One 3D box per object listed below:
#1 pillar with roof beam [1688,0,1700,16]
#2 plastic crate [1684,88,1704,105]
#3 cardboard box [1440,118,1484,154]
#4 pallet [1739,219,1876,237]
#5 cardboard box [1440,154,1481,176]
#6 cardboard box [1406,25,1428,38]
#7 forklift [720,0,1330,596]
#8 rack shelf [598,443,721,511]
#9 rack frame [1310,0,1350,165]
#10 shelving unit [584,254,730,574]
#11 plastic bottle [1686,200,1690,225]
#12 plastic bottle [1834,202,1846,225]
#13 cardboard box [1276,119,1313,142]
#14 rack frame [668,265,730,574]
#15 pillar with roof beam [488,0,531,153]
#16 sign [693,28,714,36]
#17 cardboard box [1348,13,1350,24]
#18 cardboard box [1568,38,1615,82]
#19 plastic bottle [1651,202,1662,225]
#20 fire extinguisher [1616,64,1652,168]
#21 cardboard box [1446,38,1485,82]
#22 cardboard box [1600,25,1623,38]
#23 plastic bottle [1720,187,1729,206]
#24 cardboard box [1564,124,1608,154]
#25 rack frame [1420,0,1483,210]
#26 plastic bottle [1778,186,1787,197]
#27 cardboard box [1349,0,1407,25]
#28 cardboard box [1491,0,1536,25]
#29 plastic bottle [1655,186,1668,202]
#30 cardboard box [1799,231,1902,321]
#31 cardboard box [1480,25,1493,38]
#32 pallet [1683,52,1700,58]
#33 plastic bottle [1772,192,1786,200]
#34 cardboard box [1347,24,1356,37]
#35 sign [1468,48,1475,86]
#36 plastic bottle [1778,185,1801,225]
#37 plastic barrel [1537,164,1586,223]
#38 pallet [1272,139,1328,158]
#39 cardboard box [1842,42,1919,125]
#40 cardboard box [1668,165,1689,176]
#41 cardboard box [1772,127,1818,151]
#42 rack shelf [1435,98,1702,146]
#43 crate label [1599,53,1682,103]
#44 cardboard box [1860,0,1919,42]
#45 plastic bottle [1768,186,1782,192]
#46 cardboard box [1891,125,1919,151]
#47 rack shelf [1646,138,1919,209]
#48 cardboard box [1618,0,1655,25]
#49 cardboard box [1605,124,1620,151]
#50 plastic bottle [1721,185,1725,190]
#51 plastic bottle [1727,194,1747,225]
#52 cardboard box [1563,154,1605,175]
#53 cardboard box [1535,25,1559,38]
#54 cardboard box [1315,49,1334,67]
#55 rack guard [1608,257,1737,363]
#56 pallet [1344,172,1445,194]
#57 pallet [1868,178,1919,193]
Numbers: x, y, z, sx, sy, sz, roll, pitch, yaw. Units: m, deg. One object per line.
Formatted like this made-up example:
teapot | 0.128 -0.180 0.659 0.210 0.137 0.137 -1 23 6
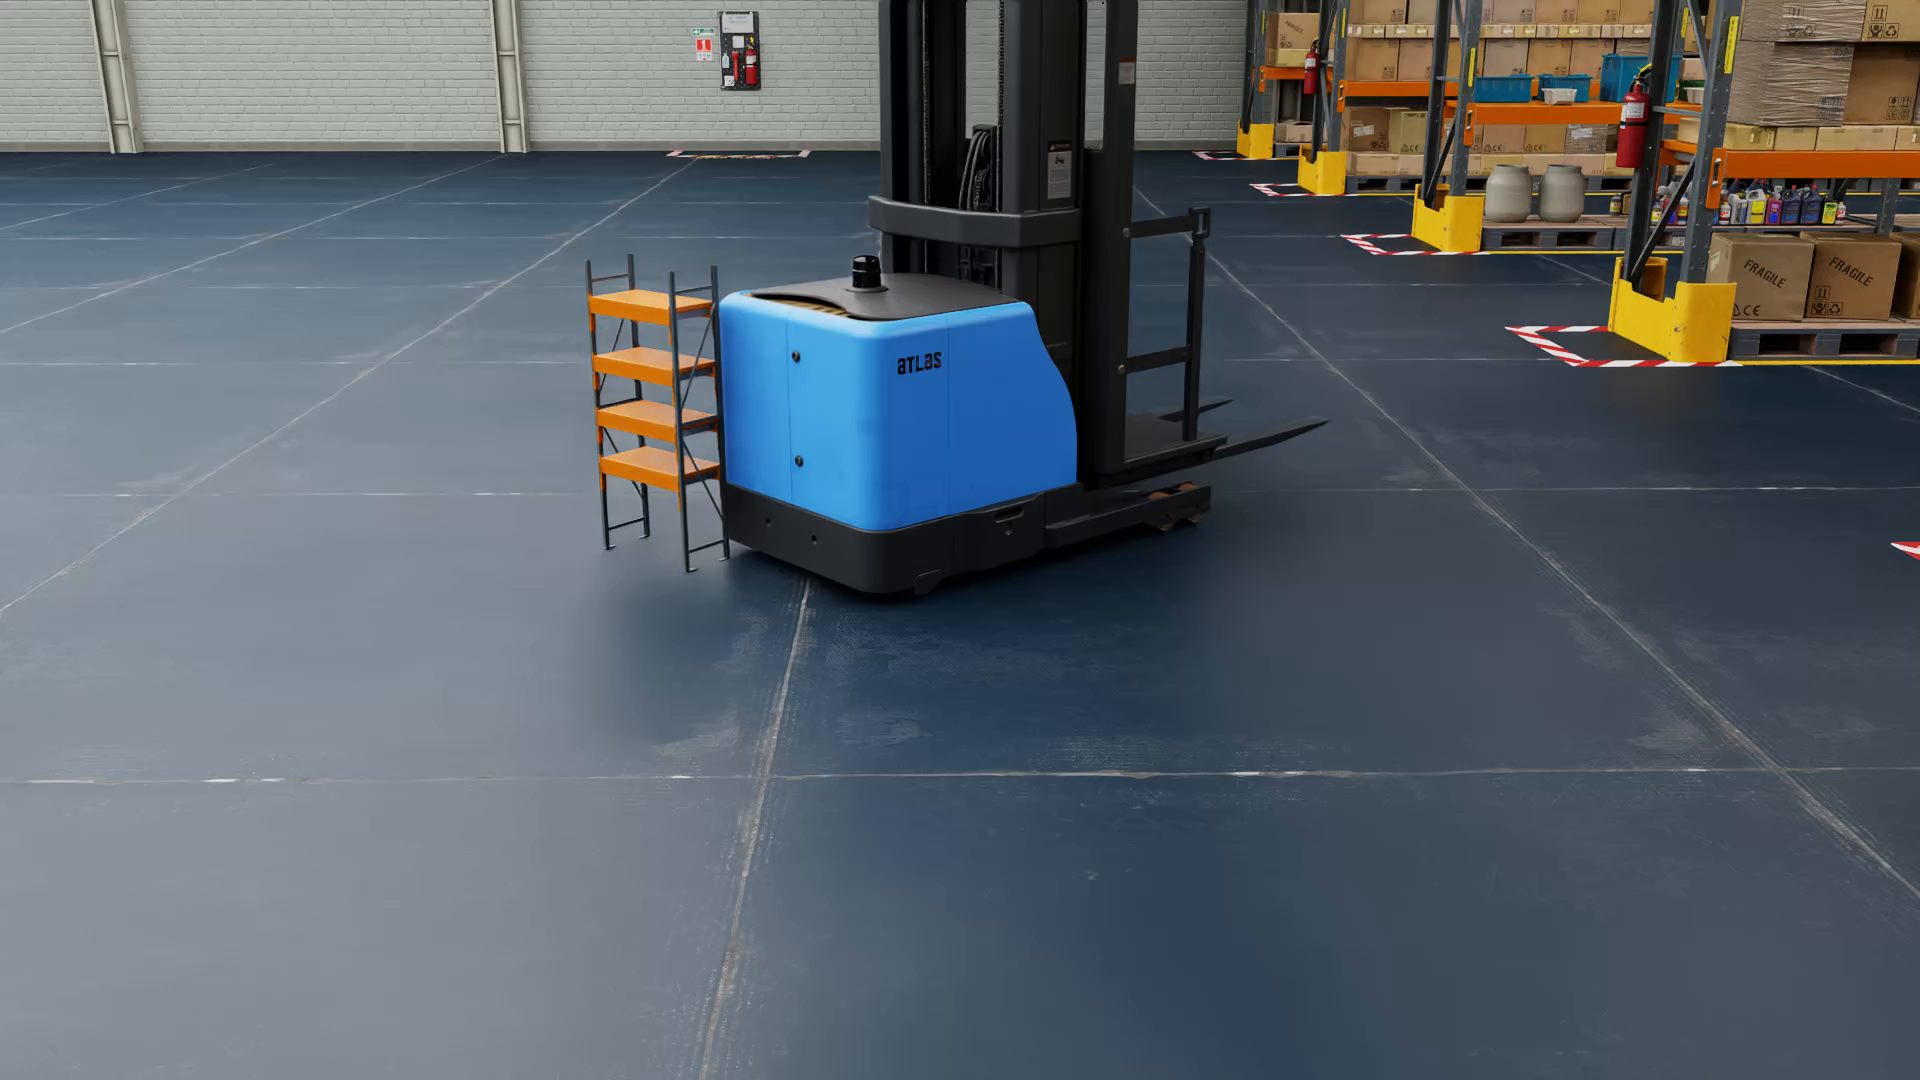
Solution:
pillar with roof beam | 11.148 -9.109 20.712 0.400 9.000 9.100 0 18 -1
plastic crate | 6.930 -4.054 15.205 0.437 0.136 0.530 0 18 -1
cardboard box | 6.015 -4.950 20.153 0.500 0.500 0.500 0 18 -1
pallet | 7.878 -2.946 15.886 1.213 0.211 1.003 0 18 -1
cardboard box | 6.016 -4.589 20.257 0.500 0.250 0.500 0 18 -1
cardboard box | 5.385 -6.054 19.782 0.250 0.149 0.380 0 18 -1
forklift | 0.468 -1.541 7.054 3.031 2.935 1.130 -15 23 -40
rack shelf | -1.212 -0.260 6.764 0.480 0.148 0.258 14 22 37
rack frame | 4.476 -5.758 20.087 0.127 3.000 1.000 0 18 -1
shelving unit | -1.212 -0.513 6.683 0.503 1.200 0.258 14 22 37
plastic bottle | 6.811 -3.071 15.457 0.097 0.271 0.097 0 18 0
plastic bottle | 8.192 -3.045 15.489 0.097 0.201 0.097 0 18 0
cardboard box | 5.087 -6.176 25.071 0.500 0.311 0.500 -2 18 -7
rack frame | -1.022 -0.466 6.537 0.015 1.200 0.240 14 22 37
pillar with roof beam | -6.850 -9.023 20.442 0.400 9.000 9.100 0 18 -1
sign | -3.940 -7.805 25.541 0.331 0.109 0.001 0 18 -1
cardboard box | 5.887 -7.477 24.429 0.500 0.500 0.500 -1 18 -3
cardboard box | 7.505 -5.816 20.105 0.500 0.500 0.700 0 18 -1
plastic bottle | 6.472 -3.036 15.463 0.097 0.201 0.097 0 18 0
fire extinguisher | 4.507 -2.836 11.104 0.183 0.674 0.296 0 18 -1
cardboard box | 5.965 -5.809 20.081 0.500 0.500 0.700 0 18 0
cardboard box | 7.698 -6.064 19.816 0.250 0.149 0.380 -1 18 -2
plastic bottle | 7.401 -3.285 16.123 0.097 0.271 0.097 0 18 0
cardboard box | 7.515 -4.957 20.177 0.500 0.500 0.500 0 18 -1
rack frame | 4.550 -4.245 15.371 0.127 3.000 1.000 0 18 -1
plastic bottle | 7.904 -3.270 16.059 0.133 0.283 0.061 0 18 -1
cardboard box | 4.996 -6.422 19.869 0.500 0.500 0.700 0 18 -1
cardboard box | 6.527 -6.431 19.898 0.500 0.500 0.700 0 18 -1
plastic bottle | 6.771 -3.294 16.144 0.135 0.276 0.152 -1 18 -2
cardboard box | 5.850 -1.753 11.008 0.500 0.500 0.500 4 18 14
cardboard box | 6.159 -6.058 19.795 0.250 0.149 0.380 -1 18 -2
pallet | 10.414 -7.196 24.884 1.213 0.211 1.003 0 18 -1
plastic bottle | 7.691 -3.130 15.633 0.135 0.276 0.152 0 18 -1
cardboard box | 4.855 -6.175 20.160 0.250 0.149 0.380 -1 18 -2
sign | 4.555 -4.209 14.805 0.005 0.325 0.100 0 18 -1
plastic bottle | 7.719 -3.121 15.481 0.185 0.351 0.144 -1 18 -4
plastic barrel | 5.709 -3.289 15.777 0.421 0.512 0.421 0 18 0
pallet | 5.283 -5.937 25.209 1.213 0.211 1.003 0 18 -1
cardboard box | 5.677 -2.955 10.698 0.500 0.500 0.875 0 18 -1
cardboard box | 8.883 -4.594 20.273 0.500 0.250 0.500 -1 18 -2
cardboard box | 5.168 -2.537 10.456 0.250 0.149 0.380 0 18 -1
rack shelf | 6.550 -3.912 15.511 4.000 0.370 1.077 0 18 -1
crate label | 6.387 -4.354 15.650 0.616 0.435 0.502 0 18 -1
cardboard box | 5.683 -3.318 10.191 0.500 0.500 0.500 0 18 -1
plastic bottle | 7.902 -3.299 16.161 0.135 0.276 0.152 0 18 1
cardboard box | 5.918 -2.540 10.466 0.250 0.149 0.380 0 18 -1
rack shelf | 6.628 -2.400 10.795 4.000 0.370 1.077 0 18 -1
cardboard box | 8.032 -6.439 19.921 0.500 0.500 0.700 0 18 -1
cardboard box | 8.007 -5.119 20.679 0.500 0.500 0.500 0 18 -1
plastic bottle | 7.382 -3.314 16.196 0.133 0.283 0.061 1 18 2
plastic bottle | 7.233 -3.084 15.489 0.135 0.276 0.152 0 18 0
cardboard box | 7.515 -4.600 20.290 0.500 0.250 0.500 0 18 -1
cardboard box | 6.937 -6.061 19.807 0.250 0.149 0.380 0 18 1
cardboard box | 5.406 -7.121 24.549 0.500 0.250 0.500 -1 18 -3
rack guard | 4.705 -1.543 11.038 0.348 0.500 1.175 0 18 -1
pallet | 5.240 -4.447 20.564 1.213 0.211 1.003 0 18 -1
pallet | 11.651 -4.477 20.658 1.213 0.211 1.003 0 18 -1
